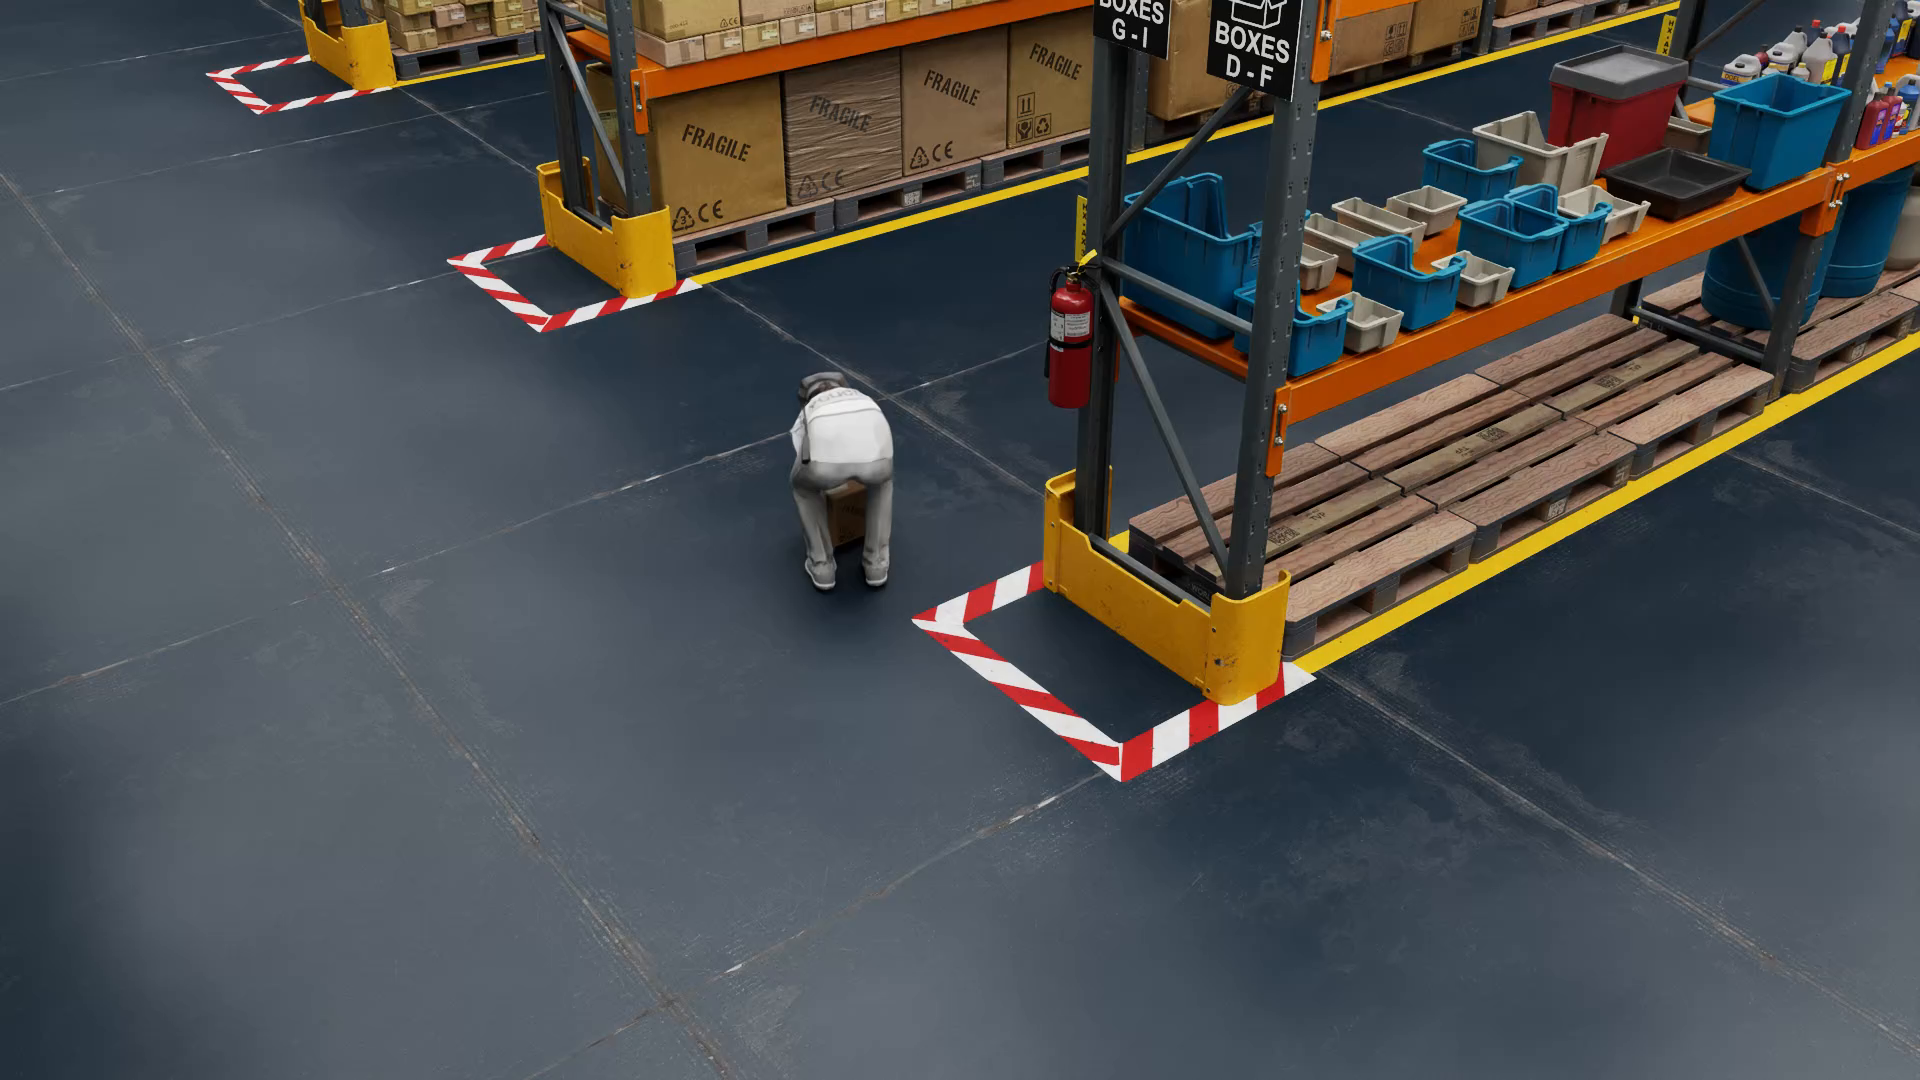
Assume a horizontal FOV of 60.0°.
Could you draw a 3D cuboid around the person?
[{"bbox_3d":[-0.524,-0.303,7.344,0.463,0.883,0.886,-5,33,-8],"label":"person"}]
